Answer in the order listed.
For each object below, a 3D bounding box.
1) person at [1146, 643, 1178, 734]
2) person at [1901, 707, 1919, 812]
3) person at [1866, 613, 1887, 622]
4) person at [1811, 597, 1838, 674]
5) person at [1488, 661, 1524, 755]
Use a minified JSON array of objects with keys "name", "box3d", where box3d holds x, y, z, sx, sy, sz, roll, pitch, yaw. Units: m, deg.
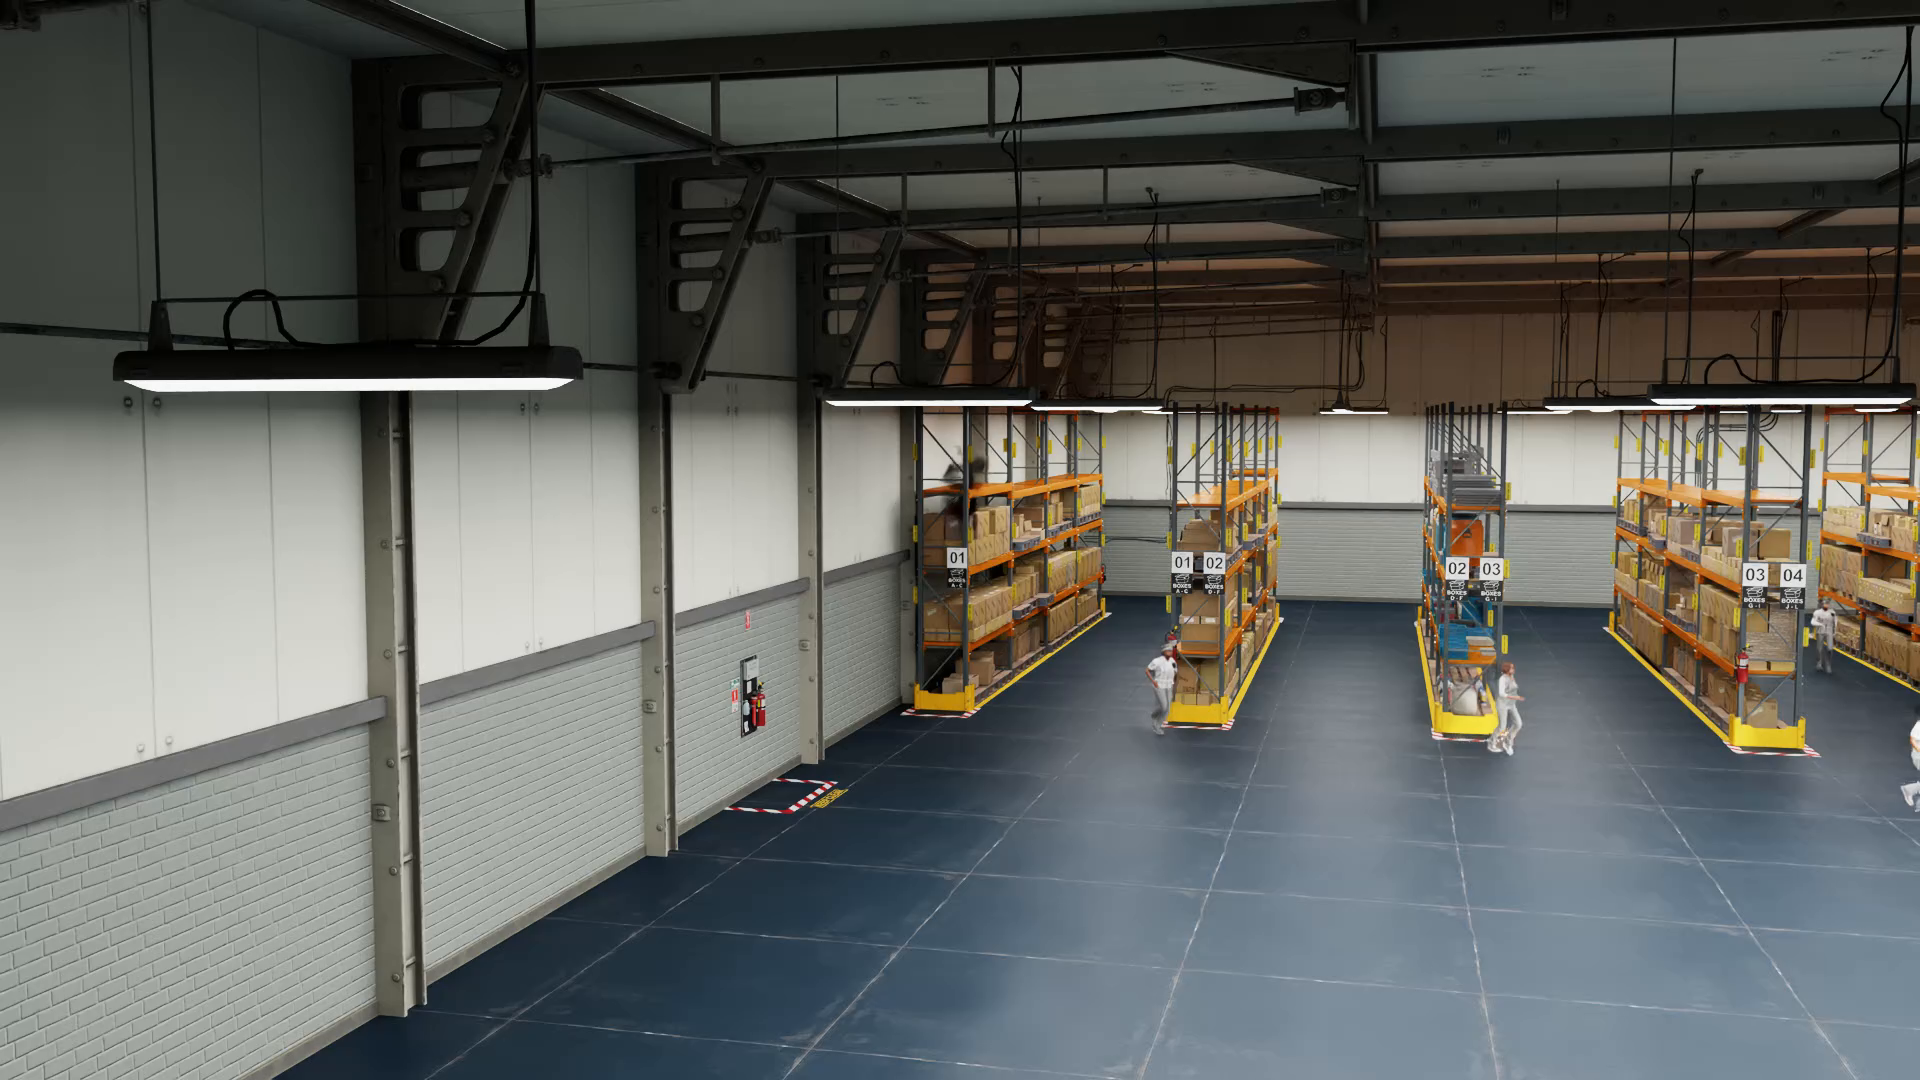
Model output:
[{"name":"person","box3d":[3.703,2.685,30.070,0.596,1.655,0.500,-2,5,-25]},{"name":"person","box3d":[13.938,3.146,23.984,0.554,1.617,0.621,4,6,41]},{"name":"person","box3d":[24.252,1.650,43.923,0.903,1.748,0.581,1,4,12]},{"name":"person","box3d":[19.394,2.133,37.311,0.561,1.727,0.771,2,4,20]},{"name":"person","box3d":[9.273,2.858,28.150,0.561,1.626,0.669,-4,6,-40]}]
